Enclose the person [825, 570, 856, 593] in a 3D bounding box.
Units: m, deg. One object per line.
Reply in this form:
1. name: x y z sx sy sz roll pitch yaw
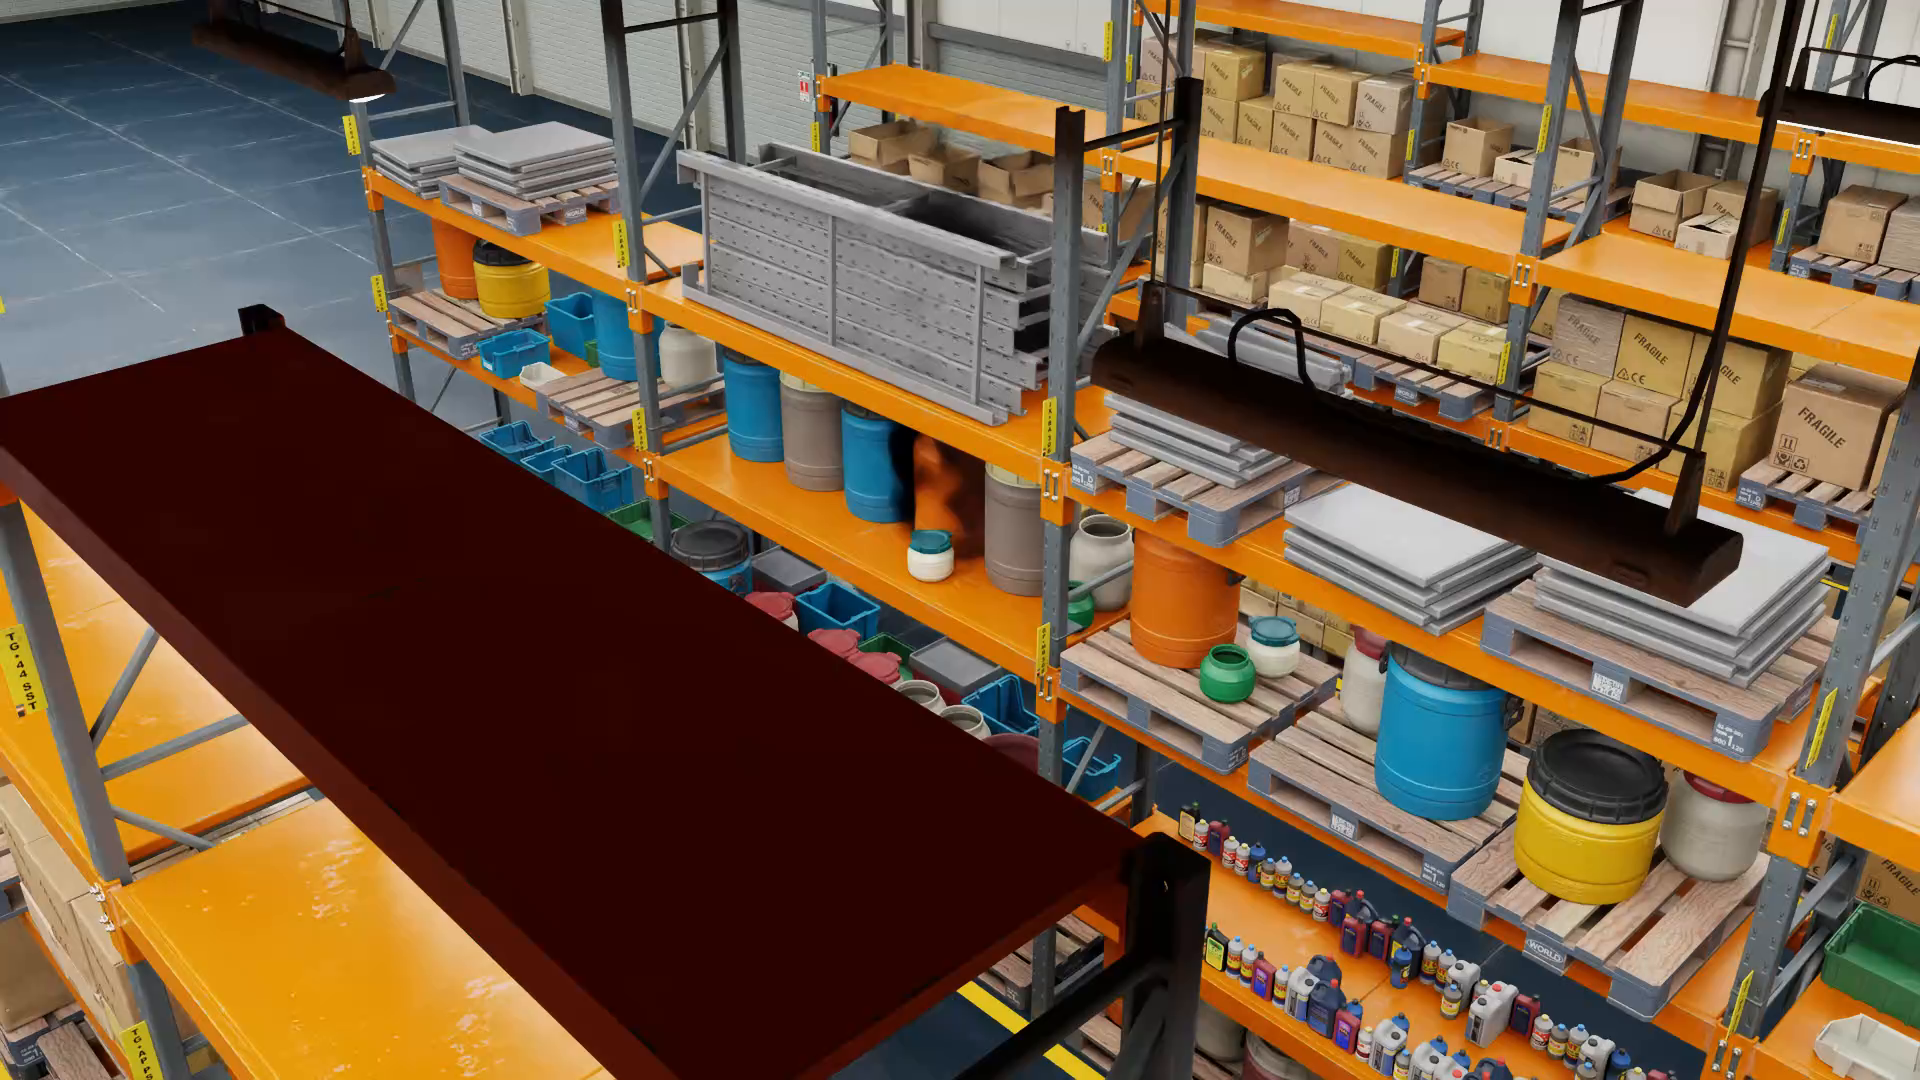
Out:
1. person: -1.204 -0.120 15.294 0.796 1.724 0.575 20 34 32
